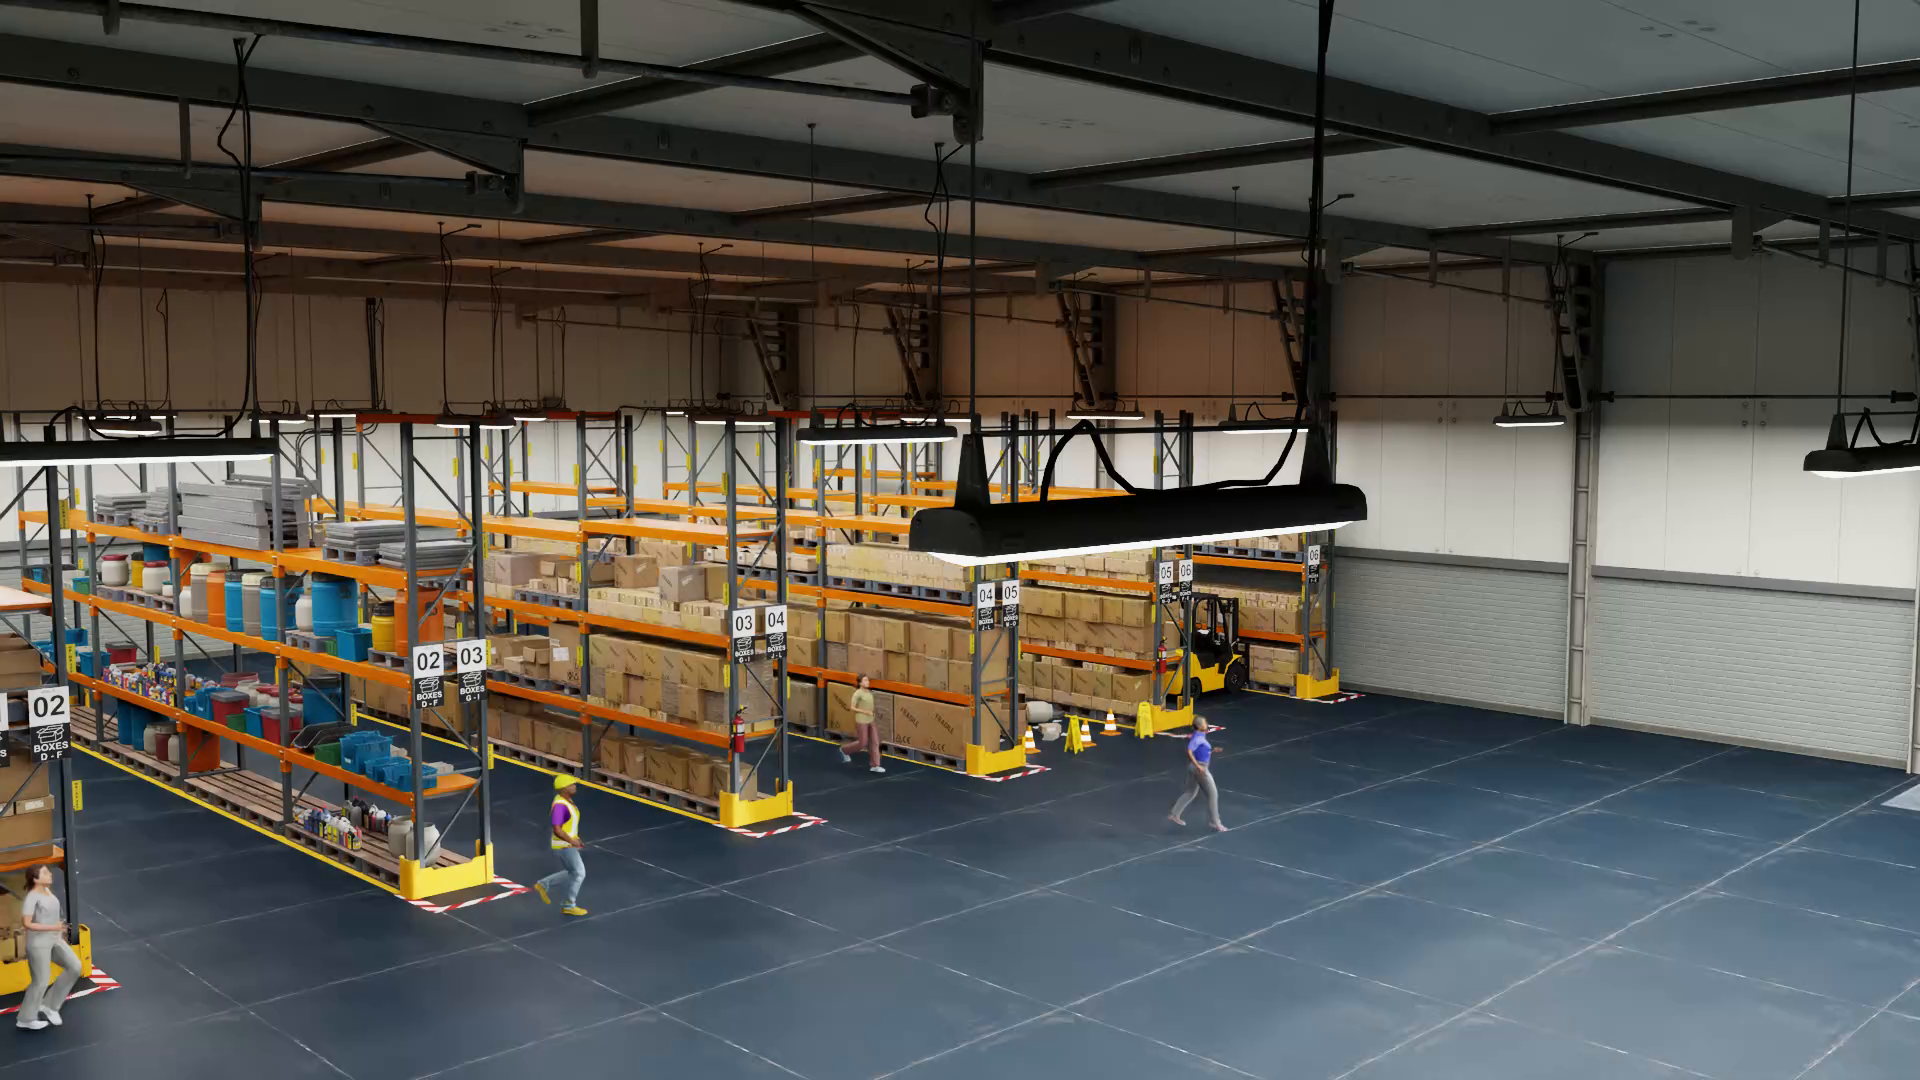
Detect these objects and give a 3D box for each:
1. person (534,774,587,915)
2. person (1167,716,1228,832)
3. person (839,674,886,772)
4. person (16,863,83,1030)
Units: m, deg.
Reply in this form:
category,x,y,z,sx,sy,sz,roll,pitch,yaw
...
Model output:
category,x,y,z,sx,sy,sz,roll,pitch,yaw
person,-4.893,3.716,20.298,0.629,1.730,0.737,-1,5,-13
person,3.458,3.395,24.138,0.869,1.687,0.559,-1,5,-8
person,-1.619,3.064,27.993,0.924,1.645,0.580,3,6,33
person,-9.145,4.053,16.660,0.561,1.655,0.564,0,5,-1
